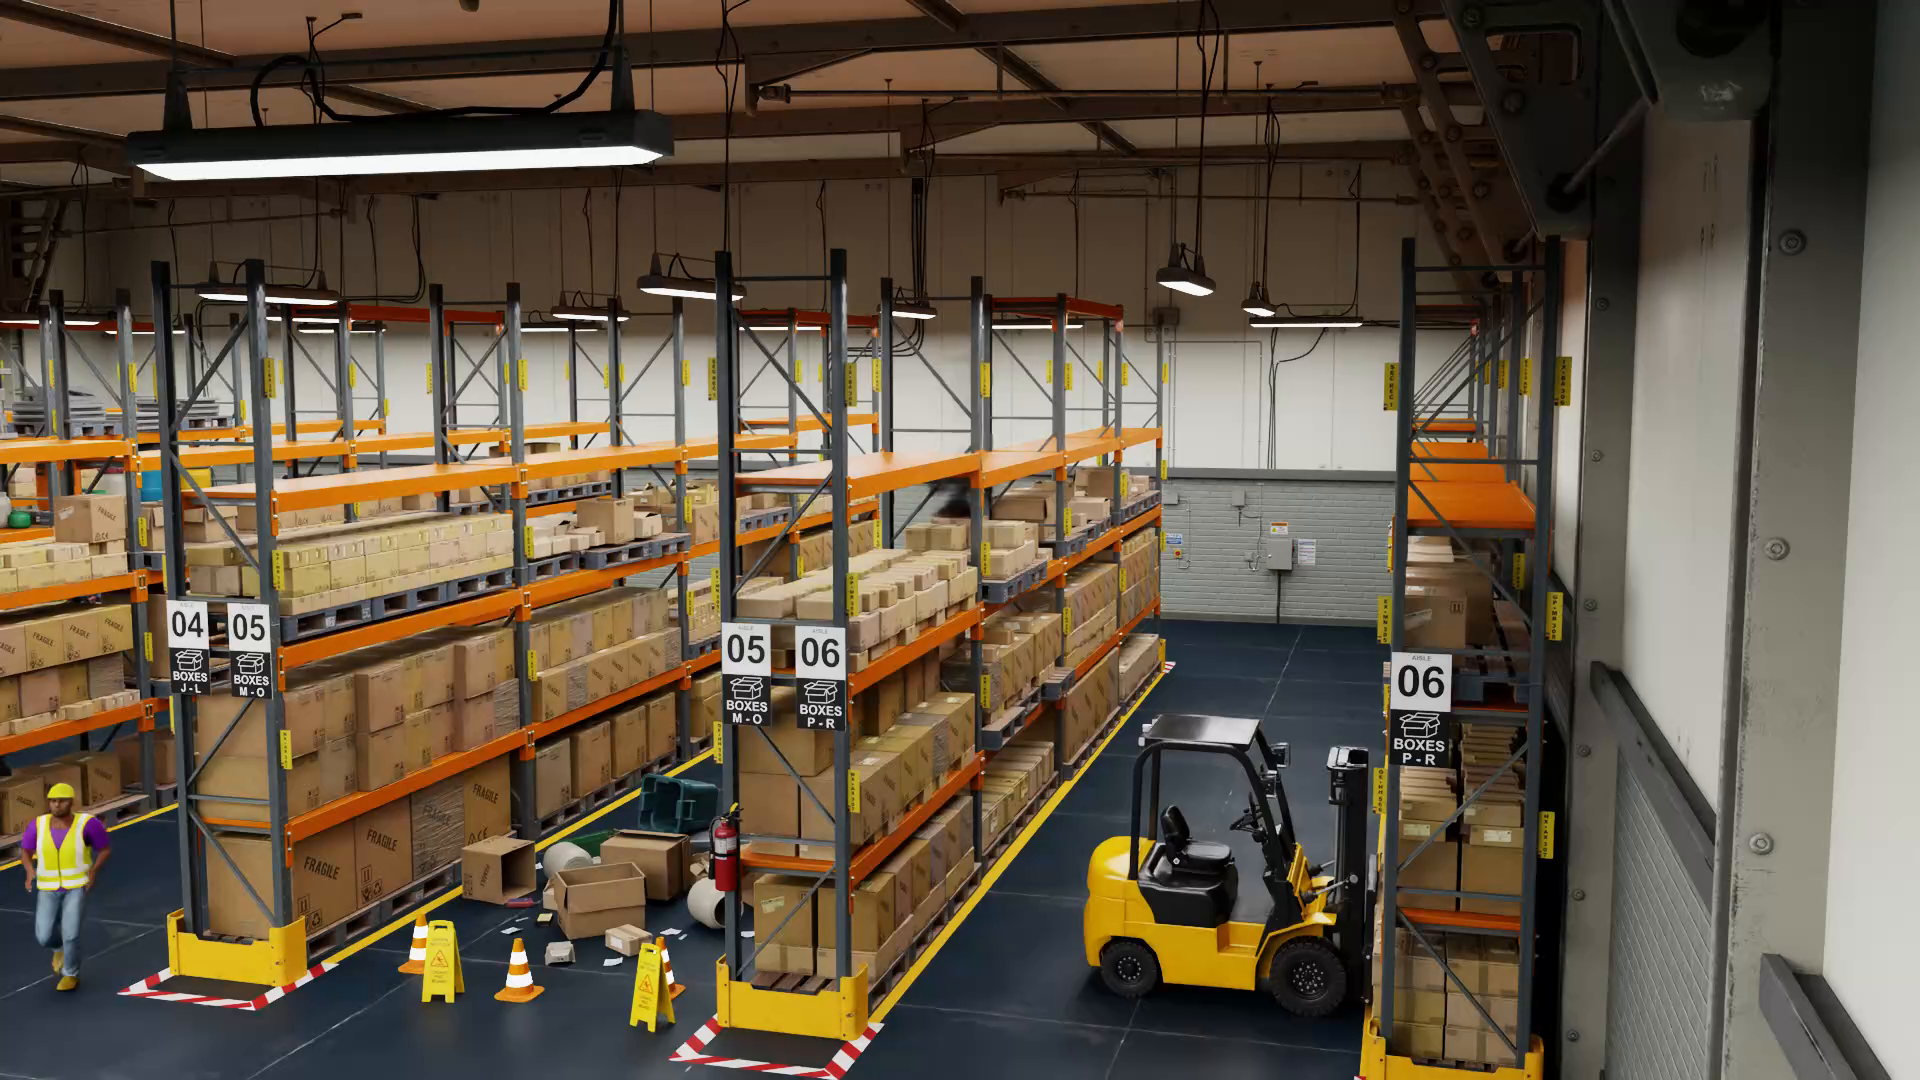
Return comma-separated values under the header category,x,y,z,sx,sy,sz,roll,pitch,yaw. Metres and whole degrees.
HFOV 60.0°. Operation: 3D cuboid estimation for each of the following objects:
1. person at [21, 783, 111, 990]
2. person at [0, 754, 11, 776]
category,x,y,z,sx,sy,sz,roll,pitch,yaw
person,-7.412,2.855,13.775,0.682,1.721,0.576,-2,6,-16
person,-11.402,2.299,19.484,0.549,1.672,0.686,0,6,4
